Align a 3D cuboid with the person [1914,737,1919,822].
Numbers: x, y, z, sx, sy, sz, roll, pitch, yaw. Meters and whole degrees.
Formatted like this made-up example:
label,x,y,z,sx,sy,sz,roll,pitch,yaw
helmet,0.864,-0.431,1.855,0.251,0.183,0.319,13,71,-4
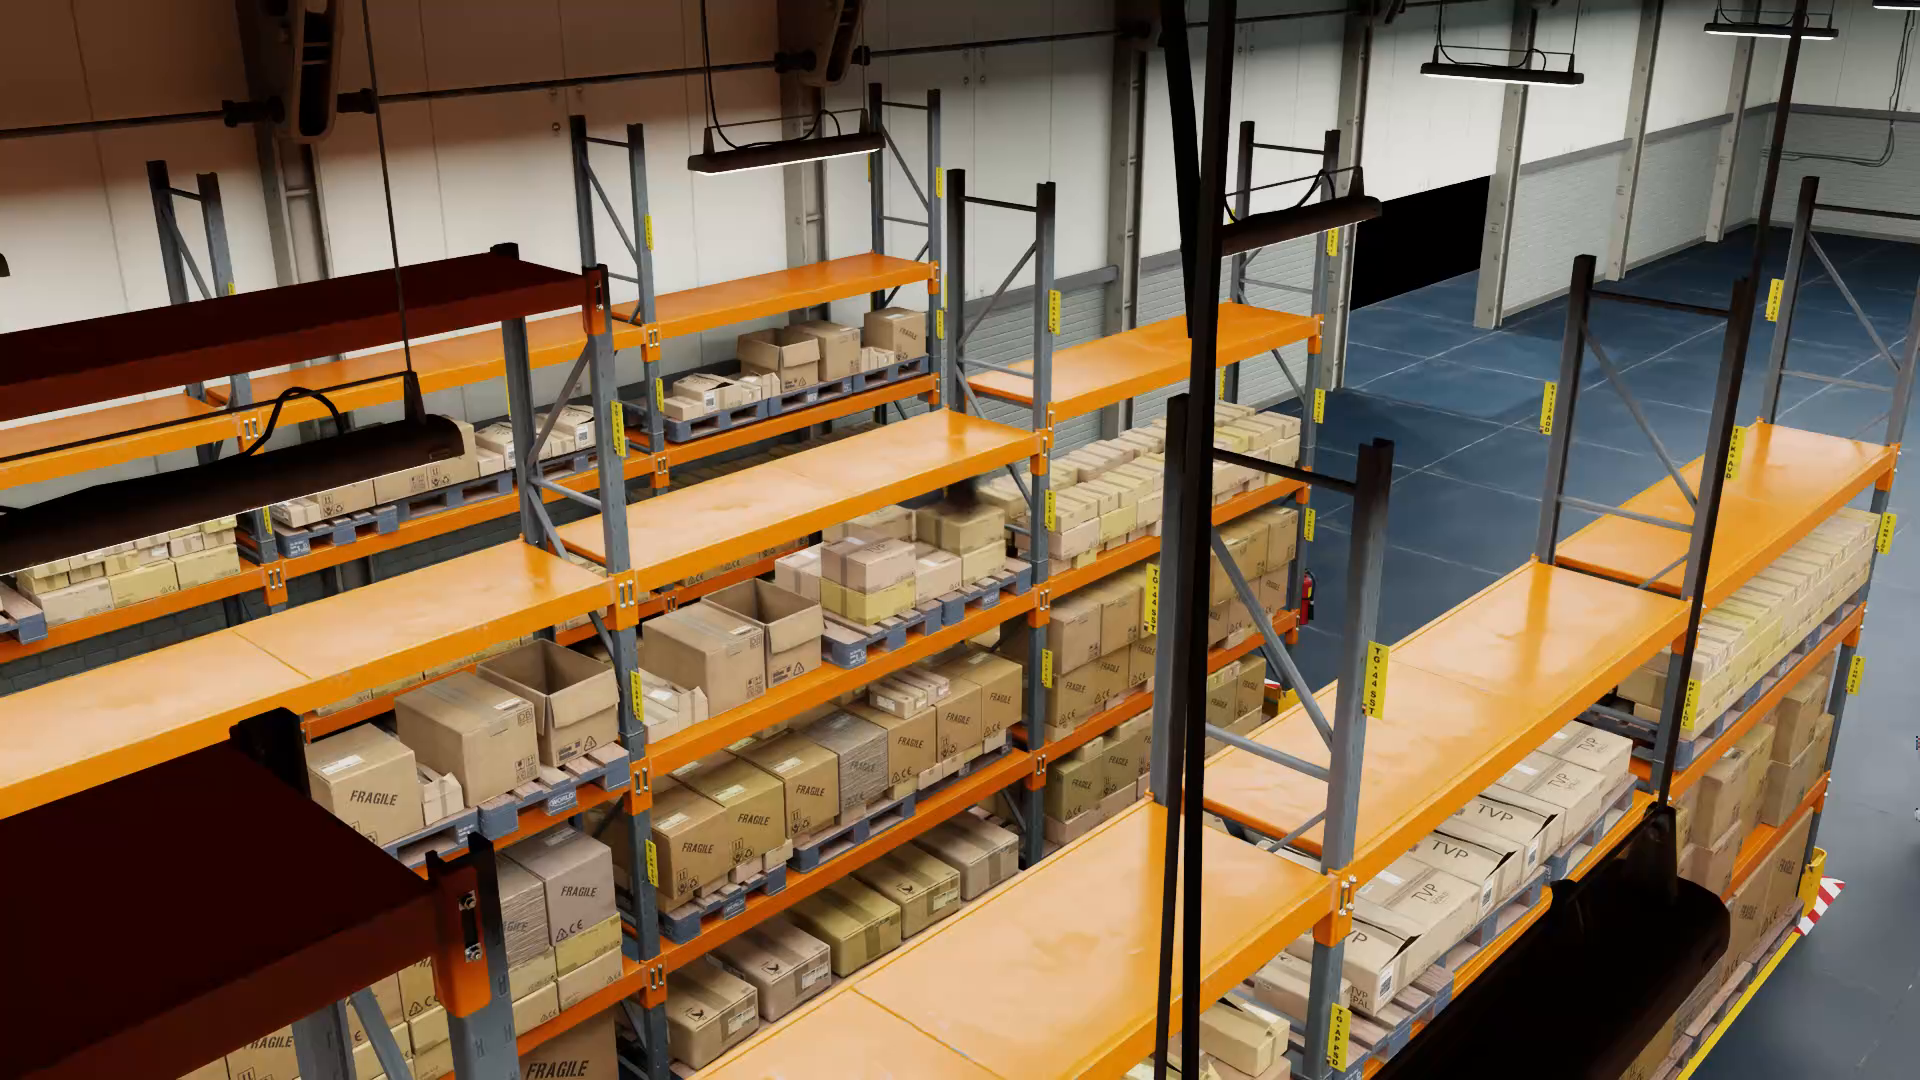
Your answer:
label,x,y,z,sx,sy,sz,roll,pitch,yaw
person,8.973,1.785,15.069,0.601,1.810,0.442,-7,22,-16
